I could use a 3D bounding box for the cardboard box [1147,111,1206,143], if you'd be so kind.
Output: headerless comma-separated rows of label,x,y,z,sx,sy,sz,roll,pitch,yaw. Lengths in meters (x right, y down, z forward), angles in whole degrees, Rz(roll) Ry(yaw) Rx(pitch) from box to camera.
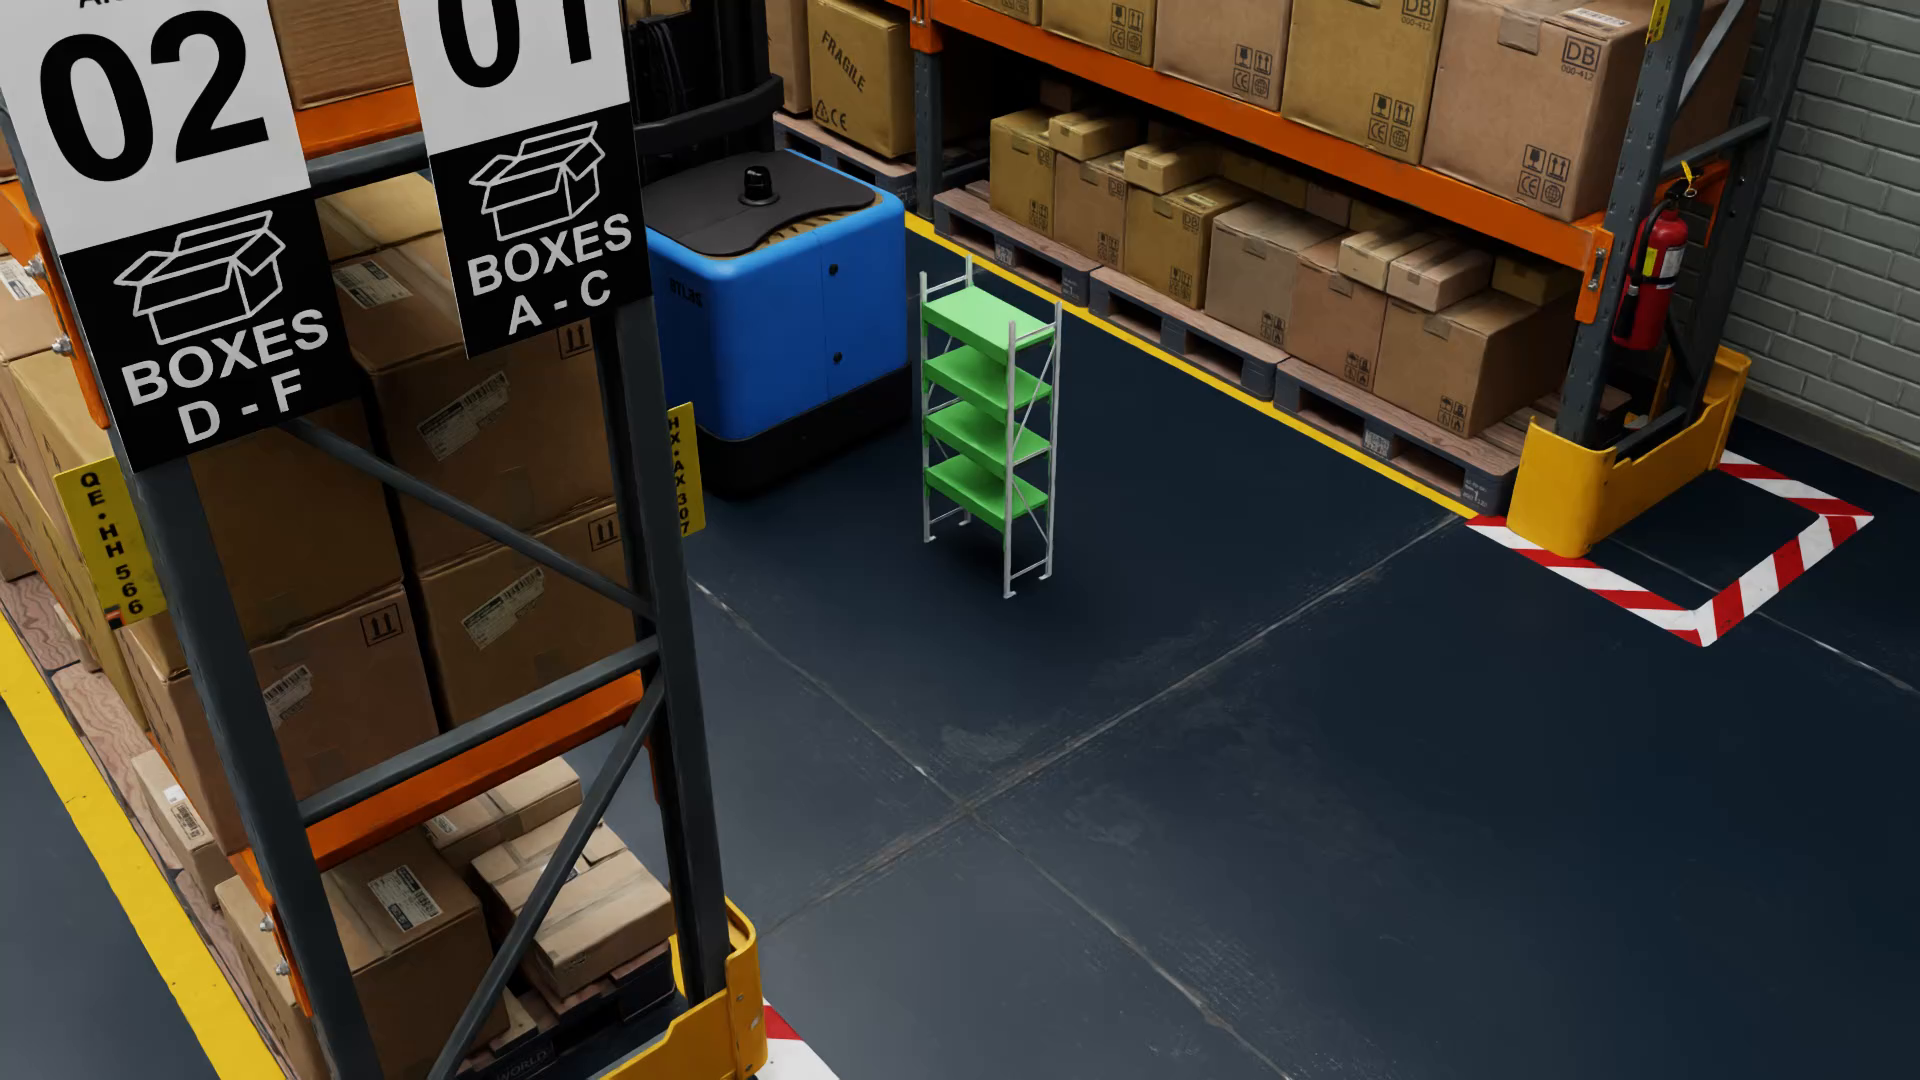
cardboard box,1.152,-2.041,8.275,0.380,0.149,0.250,-28,44,-33

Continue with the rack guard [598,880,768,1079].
rack guard,-1.072,1.399,4.343,1.175,0.500,0.348,-26,43,-32

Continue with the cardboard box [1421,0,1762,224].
cardboard box,2.422,-1.781,6.410,0.980,0.700,0.700,-24,42,-30

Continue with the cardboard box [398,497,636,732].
cardboard box,-1.108,0.077,3.959,0.500,0.500,0.500,-25,42,-31

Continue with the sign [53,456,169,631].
sign,-1.460,0.009,2.867,0.100,0.325,0.005,-26,43,-32

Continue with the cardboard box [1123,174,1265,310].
cardboard box,1.233,-1.536,8.122,0.700,0.500,0.500,-25,42,-31

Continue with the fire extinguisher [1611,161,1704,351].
fire extinguisher,2.503,-1.015,5.977,0.296,0.674,0.183,-26,43,-32

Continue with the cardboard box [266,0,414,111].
cardboard box,-1.160,-1.072,3.203,0.500,0.250,0.500,-26,43,-32

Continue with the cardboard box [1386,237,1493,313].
cardboard box,2.008,-1.114,6.965,0.380,0.149,0.250,-27,43,-32

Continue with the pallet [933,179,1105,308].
pallet,0.608,-1.700,8.968,1.003,0.211,1.213,-26,43,-32

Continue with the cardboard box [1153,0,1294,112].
cardboard box,1.459,-2.438,7.338,0.980,0.700,0.700,-28,44,-34

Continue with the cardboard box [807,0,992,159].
cardboard box,-0.341,-2.736,9.514,0.750,0.750,0.750,-25,43,-31

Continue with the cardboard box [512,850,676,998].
cardboard box,-1.031,1.083,4.712,0.380,0.149,0.250,-26,43,-32

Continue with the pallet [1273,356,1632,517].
pallet,2.183,-0.623,7.447,1.003,0.211,1.213,-26,43,-32

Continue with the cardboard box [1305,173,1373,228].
cardboard box,1.811,-1.590,7.638,0.380,0.149,0.250,-25,42,-31

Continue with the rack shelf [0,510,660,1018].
rack shelf,-2.314,-0.177,5.028,1.077,0.370,4.000,-26,43,-32

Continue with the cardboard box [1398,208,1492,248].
cardboard box,2.136,-1.368,7.324,0.380,0.149,0.250,-26,43,-32

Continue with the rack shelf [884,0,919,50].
rack shelf,-1.113,-3.793,10.132,1.077,0.370,4.000,-26,43,-32

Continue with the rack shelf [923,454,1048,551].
rack shelf,0.107,-0.169,6.476,0.258,0.148,0.480,-26,43,-32

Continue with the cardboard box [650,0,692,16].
cardboard box,-1.469,-3.501,10.594,0.750,0.750,0.750,-26,43,-32

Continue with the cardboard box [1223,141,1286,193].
cardboard box,1.482,-1.815,7.956,0.380,0.149,0.250,-27,43,-33

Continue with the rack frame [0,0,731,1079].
rack frame,-1.023,0.412,3.573,1.000,3.000,0.127,-26,43,-32

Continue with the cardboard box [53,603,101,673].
cardboard box,-2.933,0.267,5.849,0.380,0.166,0.250,-26,43,-32

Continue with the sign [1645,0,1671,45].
sign,2.335,-1.810,5.504,0.100,0.325,0.005,-26,43,-32

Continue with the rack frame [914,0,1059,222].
rack frame,0.177,-3.203,8.677,1.000,3.000,0.127,-26,43,-32

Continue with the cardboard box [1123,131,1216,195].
cardboard box,1.000,-1.801,7.936,0.380,0.149,0.250,-27,44,-33

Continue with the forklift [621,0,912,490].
forklift,-1.595,-2.160,7.264,1.130,2.935,3.031,-29,44,-34

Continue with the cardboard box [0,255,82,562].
cardboard box,-1.847,-0.353,3.702,0.500,0.500,0.500,-25,42,-31

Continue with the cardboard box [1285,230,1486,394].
cardboard box,1.908,-1.081,7.481,0.700,0.500,0.500,-26,43,-32

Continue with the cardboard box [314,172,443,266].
cardboard box,-1.451,-0.559,3.992,0.500,0.500,0.500,-26,43,-31

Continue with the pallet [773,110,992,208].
pallet,-0.378,-2.378,9.925,1.003,0.211,1.213,-26,43,-32

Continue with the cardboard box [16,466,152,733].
cardboard box,-1.857,0.047,4.001,0.500,0.500,0.500,-26,43,-31

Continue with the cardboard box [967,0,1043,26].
cardboard box,0.515,-3.080,8.244,0.980,0.700,0.700,-25,42,-31

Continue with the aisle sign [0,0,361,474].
aisle sign,-1.213,-0.504,2.618,0.394,0.787,0.004,-26,43,-32

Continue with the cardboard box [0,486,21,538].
cardboard box,-2.500,-0.398,4.629,0.500,0.500,0.500,-27,43,-32

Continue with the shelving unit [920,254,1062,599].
shelving unit,0.107,-0.417,6.300,0.258,1.200,0.503,-26,43,-32

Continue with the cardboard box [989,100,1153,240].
cardboard box,0.582,-1.986,8.758,0.700,0.500,0.500,-25,43,-31

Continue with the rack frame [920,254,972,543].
rack frame,-0.051,-0.524,6.452,0.240,1.200,0.015,-26,43,-32

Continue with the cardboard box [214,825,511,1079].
cardboard box,-1.562,1.104,4.377,0.500,0.500,0.500,-26,43,-32

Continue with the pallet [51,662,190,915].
pallet,-2.370,0.627,5.683,1.003,0.211,1.213,-26,43,-32

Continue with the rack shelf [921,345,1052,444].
rack shelf,0.107,-0.560,6.198,0.258,0.148,0.480,-26,43,-32

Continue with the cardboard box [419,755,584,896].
cardboard box,-1.480,0.788,5.040,0.500,0.250,0.500,-26,43,-32
